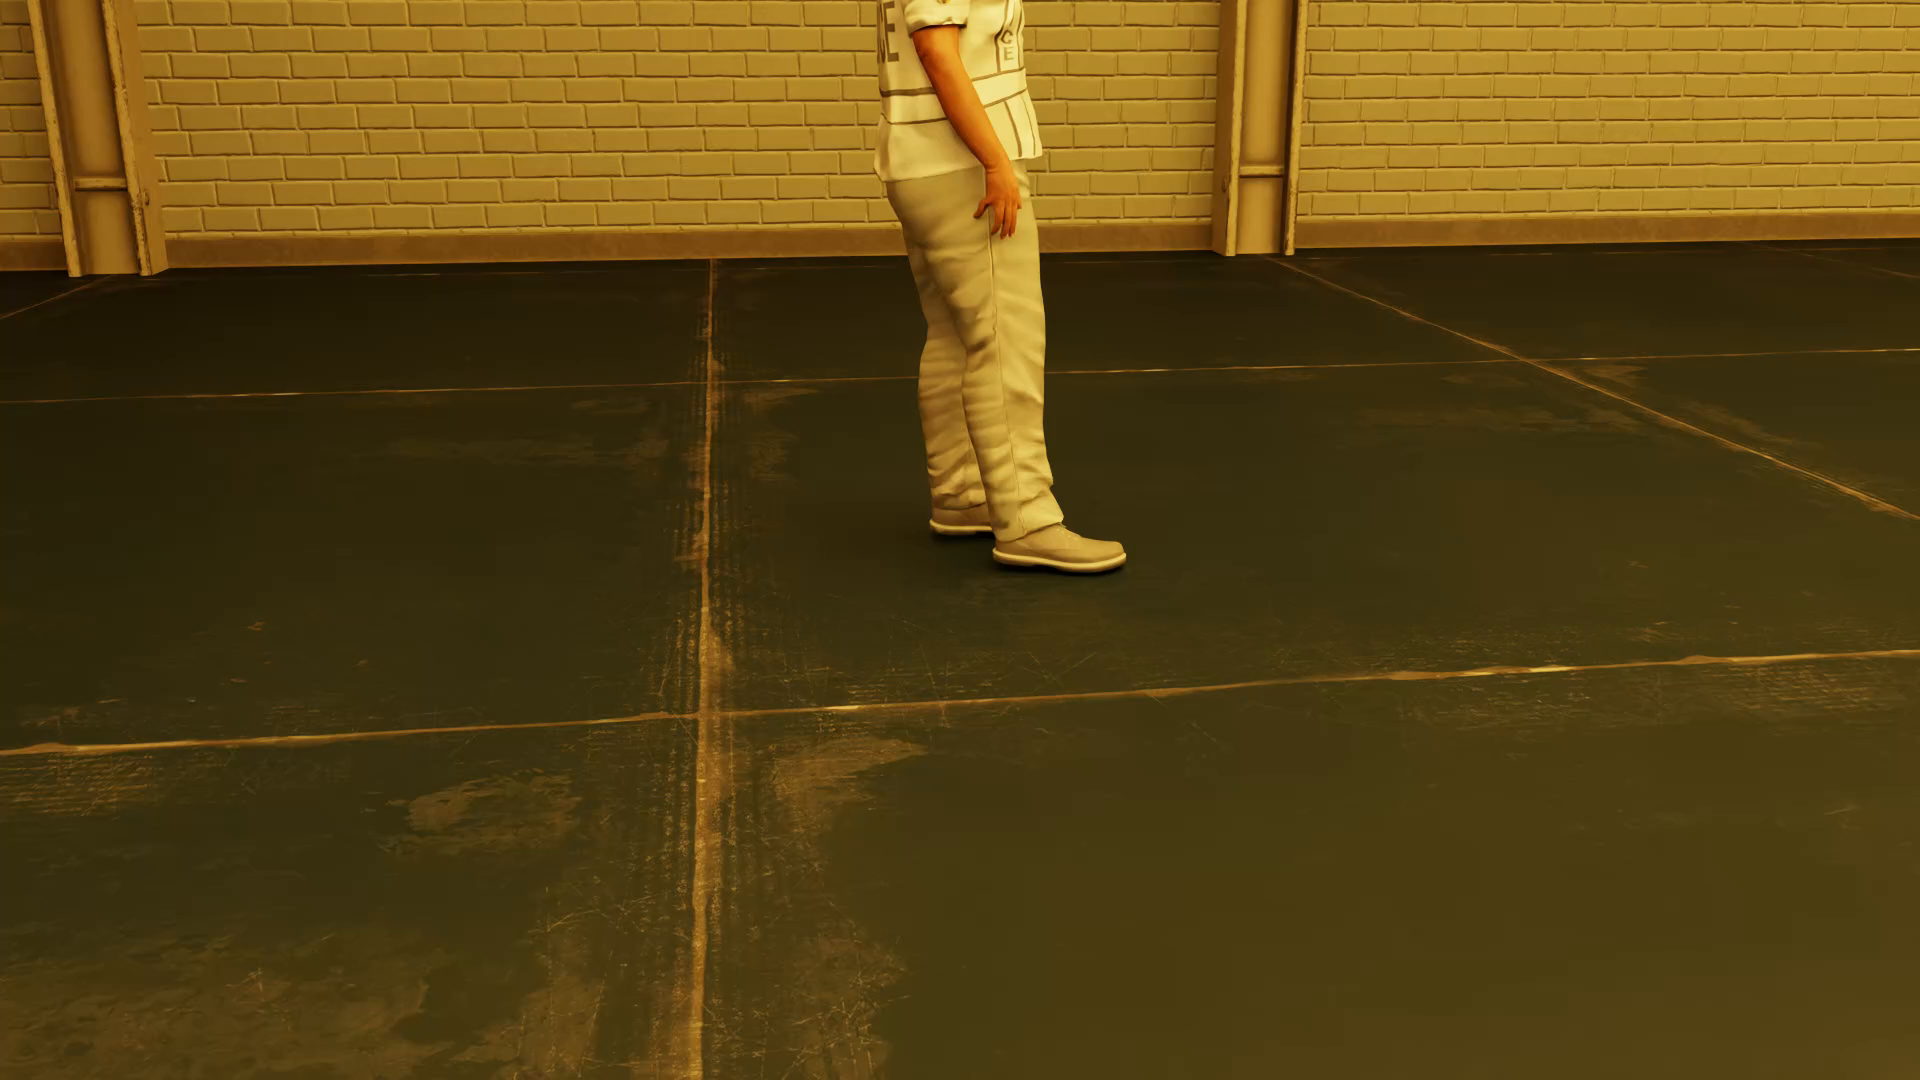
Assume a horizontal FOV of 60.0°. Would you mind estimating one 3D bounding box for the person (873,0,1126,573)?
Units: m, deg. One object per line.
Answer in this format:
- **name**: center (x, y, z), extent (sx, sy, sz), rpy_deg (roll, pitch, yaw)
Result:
- **person**: center (0.079, -0.801, 3.712), extent (0.529, 1.670, 0.598), rpy_deg (-2, 17, -8)
